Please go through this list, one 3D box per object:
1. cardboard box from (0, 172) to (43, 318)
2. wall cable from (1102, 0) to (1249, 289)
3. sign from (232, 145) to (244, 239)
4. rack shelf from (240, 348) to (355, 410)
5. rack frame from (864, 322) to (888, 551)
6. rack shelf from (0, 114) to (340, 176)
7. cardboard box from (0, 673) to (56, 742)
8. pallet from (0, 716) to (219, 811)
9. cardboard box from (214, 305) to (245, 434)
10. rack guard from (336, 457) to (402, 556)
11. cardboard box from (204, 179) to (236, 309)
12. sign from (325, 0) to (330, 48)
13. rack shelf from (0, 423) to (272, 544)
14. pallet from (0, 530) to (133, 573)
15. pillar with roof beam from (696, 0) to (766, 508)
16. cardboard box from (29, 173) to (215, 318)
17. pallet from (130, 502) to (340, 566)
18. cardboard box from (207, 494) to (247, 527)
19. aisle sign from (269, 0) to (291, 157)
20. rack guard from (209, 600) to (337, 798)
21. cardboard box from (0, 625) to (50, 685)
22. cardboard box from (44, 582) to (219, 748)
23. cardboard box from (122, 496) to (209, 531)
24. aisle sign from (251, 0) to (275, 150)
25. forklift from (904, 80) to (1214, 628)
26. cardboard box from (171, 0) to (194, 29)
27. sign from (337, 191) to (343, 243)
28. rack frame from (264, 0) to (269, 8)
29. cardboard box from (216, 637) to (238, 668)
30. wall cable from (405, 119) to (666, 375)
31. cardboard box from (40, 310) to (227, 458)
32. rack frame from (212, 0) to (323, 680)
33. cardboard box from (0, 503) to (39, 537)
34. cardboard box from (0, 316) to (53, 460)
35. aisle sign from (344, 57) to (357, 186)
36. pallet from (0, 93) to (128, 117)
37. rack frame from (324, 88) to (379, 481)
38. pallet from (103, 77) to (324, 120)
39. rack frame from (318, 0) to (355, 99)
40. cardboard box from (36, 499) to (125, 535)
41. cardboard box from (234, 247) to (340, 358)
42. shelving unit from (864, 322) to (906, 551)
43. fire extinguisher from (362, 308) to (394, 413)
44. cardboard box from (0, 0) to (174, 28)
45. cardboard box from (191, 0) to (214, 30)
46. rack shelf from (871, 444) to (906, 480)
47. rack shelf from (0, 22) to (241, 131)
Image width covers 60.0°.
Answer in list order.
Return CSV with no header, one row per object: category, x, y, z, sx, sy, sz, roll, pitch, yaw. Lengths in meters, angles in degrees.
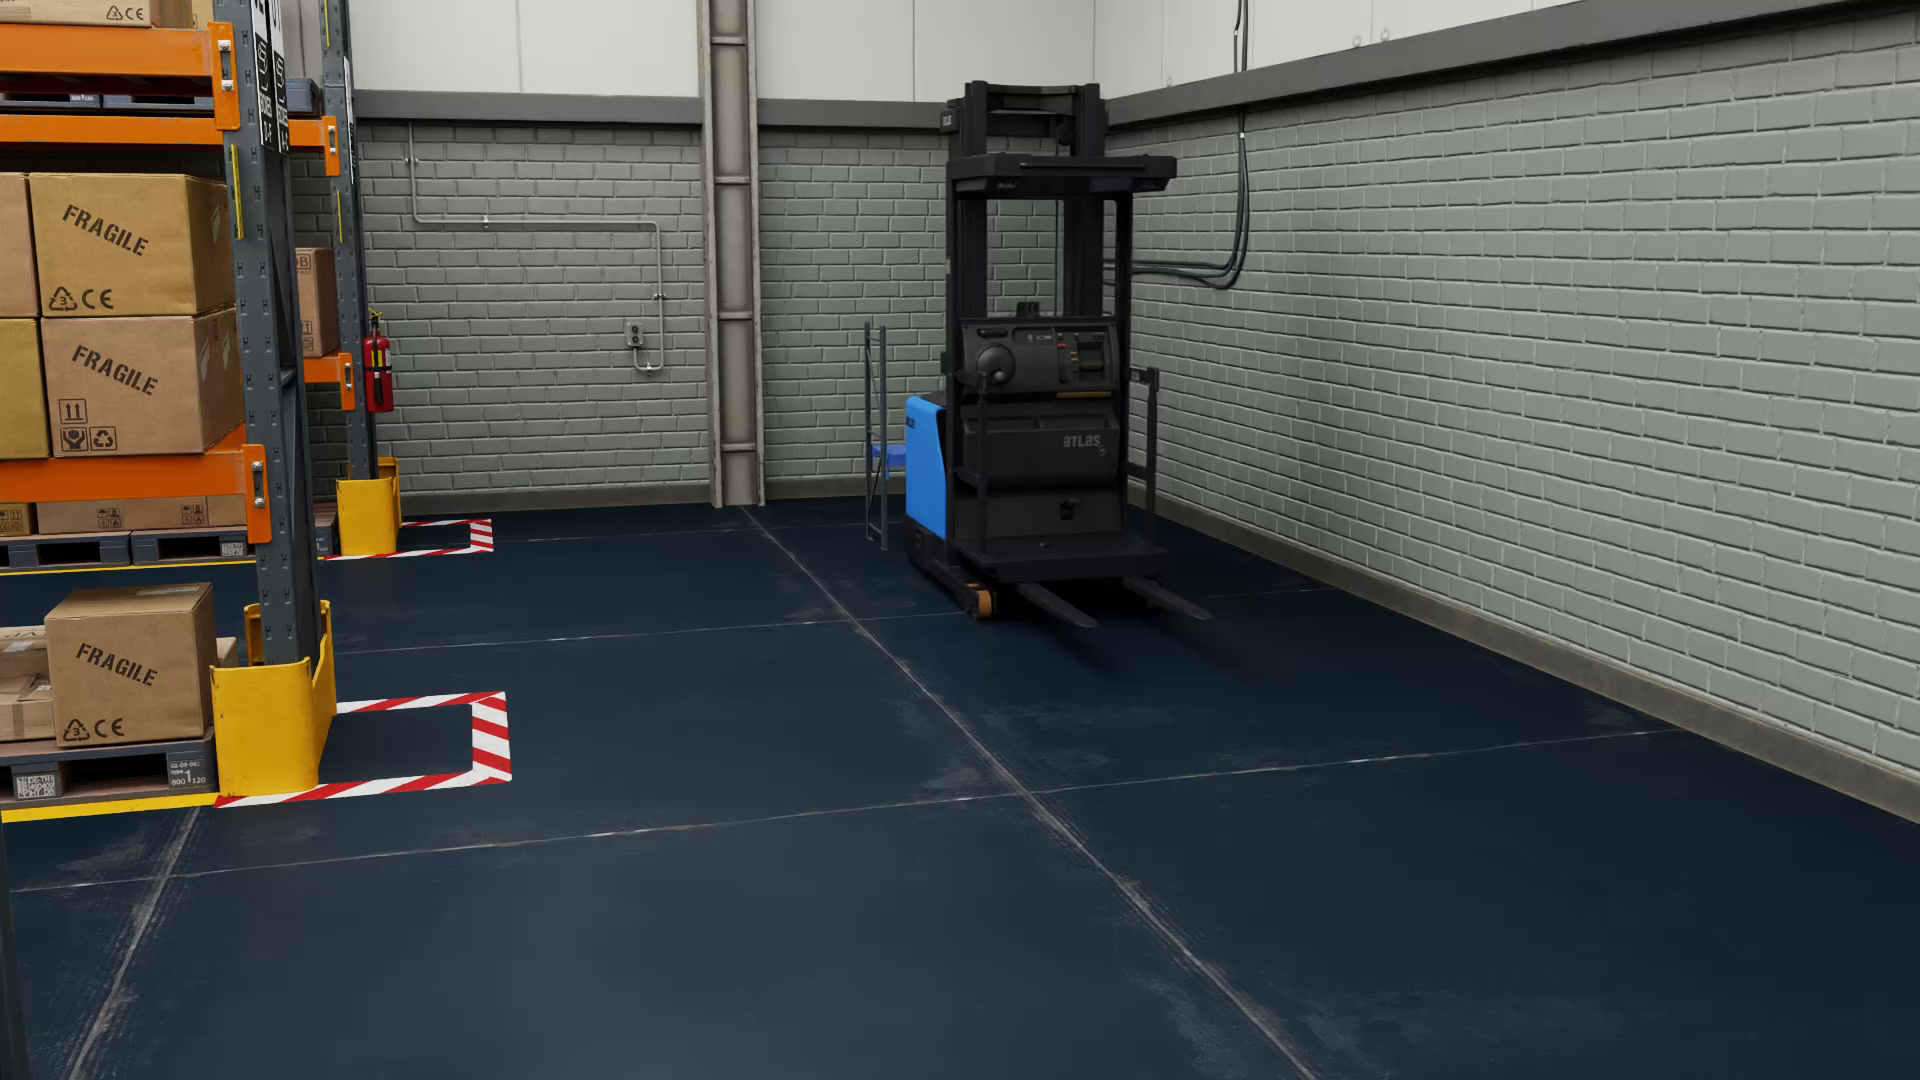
cardboard box,-3.550,-1.059,5.979,0.500,0.500,0.500,-3,11,-14
wall cable,1.428,-3.123,12.232,0.112,2.526,3.097,-3,11,-16
sign,-2.579,-1.242,5.937,0.005,0.325,0.100,-3,11,-16
rack shelf,-6.023,-1.021,10.792,4.000,0.370,1.077,-3,11,-16
rack frame,-0.570,-0.708,11.248,0.032,1.500,0.500,-3,11,-16
rack shelf,-6.023,-2.496,10.521,4.000,0.370,1.077,-3,11,-16
cardboard box,-3.582,0.638,6.408,0.250,0.166,0.380,-3,11,-16
pallet,-3.553,0.801,6.612,1.213,0.211,1.003,-3,11,-16
cardboard box,-3.214,-0.687,6.718,0.500,0.500,0.500,-3,11,-15
rack guard,-4.080,-0.247,11.510,0.348,0.500,1.175,-3,11,-16
cardboard box,-3.214,-1.179,6.628,0.500,0.500,0.500,-3,11,-14
sign,-3.965,-3.252,10.416,0.005,0.325,0.100,-3,11,-16
rack shelf,-4.635,-0.160,6.115,4.000,0.370,1.077,-3,11,-16
pallet,-6.018,0.011,10.904,1.213,0.211,1.003,-3,11,-16
pillar with roof beam,-0.549,-3.965,8.227,0.400,9.000,9.100,-3,11,-16
cardboard box,-3.065,-1.085,6.119,0.500,0.500,0.500,-3,11,-16
pallet,-4.849,-0.050,11.236,1.213,0.211,1.003,-3,11,-16
cardboard box,-4.747,-0.400,11.178,0.500,0.500,0.700,-3,11,-16
aisle sign,-2.731,-1.948,6.661,0.004,0.787,0.394,-3,11,-16
rack guard,-2.788,0.619,6.806,0.348,0.500,1.175,-3,11,-16
cardboard box,-3.796,0.525,6.790,0.500,0.250,0.500,-3,11,-16
cardboard box,-3.168,0.469,6.405,0.500,0.500,0.500,-3,11,-16
cardboard box,-5.227,-0.375,11.041,0.500,0.500,0.700,-3,11,-16
aisle sign,-2.564,-1.843,6.094,0.004,0.787,0.394,-3,11,-16
forklift,0.524,-1.081,9.325,1.130,2.935,3.031,-3,11,-15
cardboard box,-3.279,-2.034,6.441,0.500,0.250,0.500,-3,11,-16
sign,-3.965,-2.066,10.634,0.005,0.325,0.100,-3,11,-16
rack frame,-2.715,-3.565,6.057,0.127,3.000,1.000,-3,11,-16
cardboard box,-3.213,0.533,7.028,0.250,0.149,0.380,-3,11,-16
wall cable,-3.138,-2.204,12.430,1.851,1.984,0.084,-3,11,-16
cardboard box,-3.069,-0.594,6.211,0.500,0.500,0.500,-3,11,-14
rack frame,-2.715,-0.615,6.600,0.127,3.000,1.000,-3,11,-16
cardboard box,-6.220,-0.321,10.748,0.500,0.500,0.700,-3,11,-15
cardboard box,-3.566,-0.567,6.065,0.500,0.500,0.500,-3,11,-15
aisle sign,-3.950,-2.706,10.778,0.004,0.787,0.394,-3,11,-16
pallet,-5.986,-2.805,10.460,1.213,0.211,1.003,-3,11,-16
rack frame,-4.103,-1.476,11.277,0.127,3.000,1.000,-3,11,-16
pallet,-4.812,-2.868,10.799,1.213,0.211,1.003,-3,11,-16
rack frame,-4.103,-4.426,10.734,0.127,3.000,1.000,-3,11,-16
cardboard box,-5.710,-0.349,10.902,0.500,0.500,0.700,-3,11,-18
cardboard box,-4.590,-1.596,11.100,0.700,0.700,0.980,-3,11,-13
shelving unit,-0.082,-0.733,11.387,1.048,1.500,0.538,-3,11,-16
fire extinguisher,-3.829,-1.182,10.923,0.183,0.674,0.296,-3,11,-16
cardboard box,-3.134,-1.944,5.952,0.500,0.250,0.500,-3,11,-16
cardboard box,-4.729,-3.417,10.445,0.500,0.500,0.500,-3,11,-16
rack shelf,-0.082,-0.556,11.420,1.000,0.185,0.538,-3,11,-16
rack shelf,-4.635,-1.635,5.844,4.000,0.370,1.077,-3,11,-16
